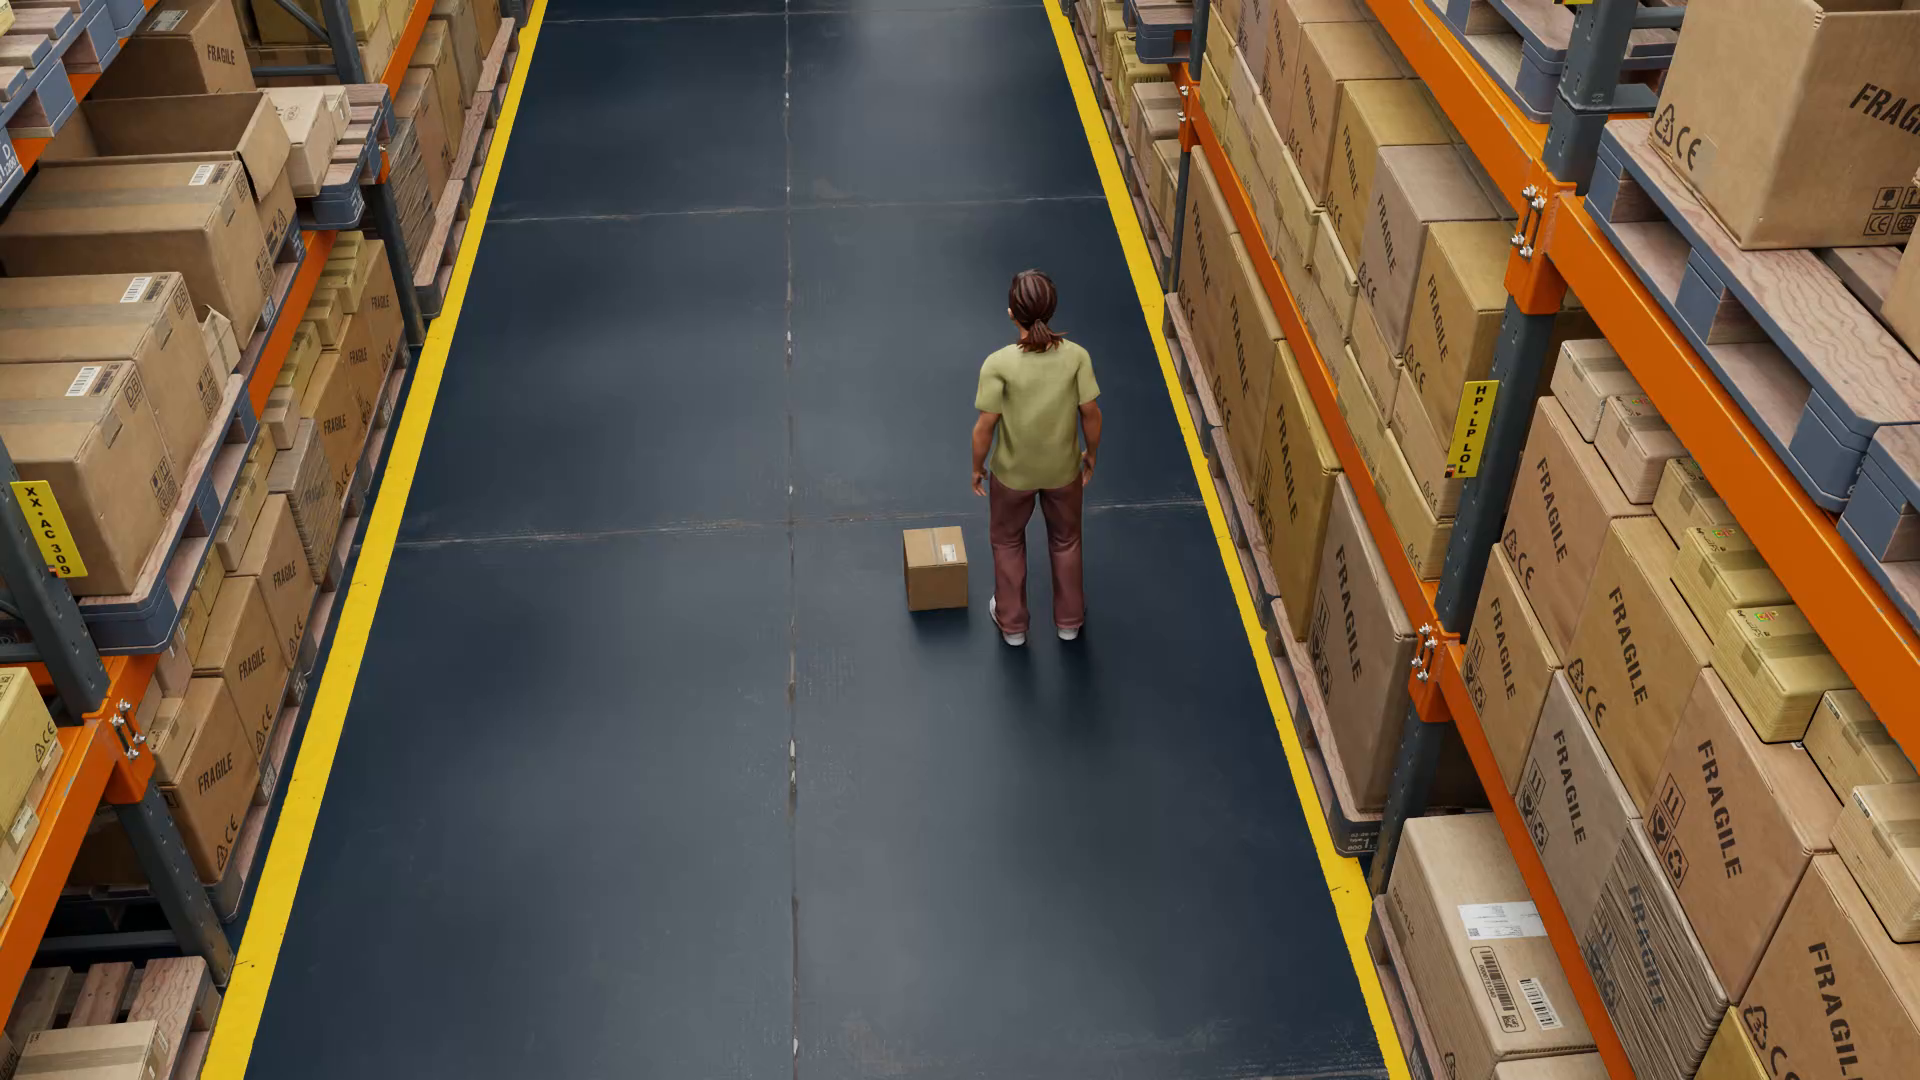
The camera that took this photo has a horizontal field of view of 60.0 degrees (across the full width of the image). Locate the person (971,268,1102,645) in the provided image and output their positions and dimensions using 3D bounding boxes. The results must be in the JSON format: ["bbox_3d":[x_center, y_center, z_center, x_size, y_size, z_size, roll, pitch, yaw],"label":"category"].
[{"bbox_3d":[0.295,-0.287,6.507,0.521,1.672,0.355,-5,40,-6],"label":"person"}]
